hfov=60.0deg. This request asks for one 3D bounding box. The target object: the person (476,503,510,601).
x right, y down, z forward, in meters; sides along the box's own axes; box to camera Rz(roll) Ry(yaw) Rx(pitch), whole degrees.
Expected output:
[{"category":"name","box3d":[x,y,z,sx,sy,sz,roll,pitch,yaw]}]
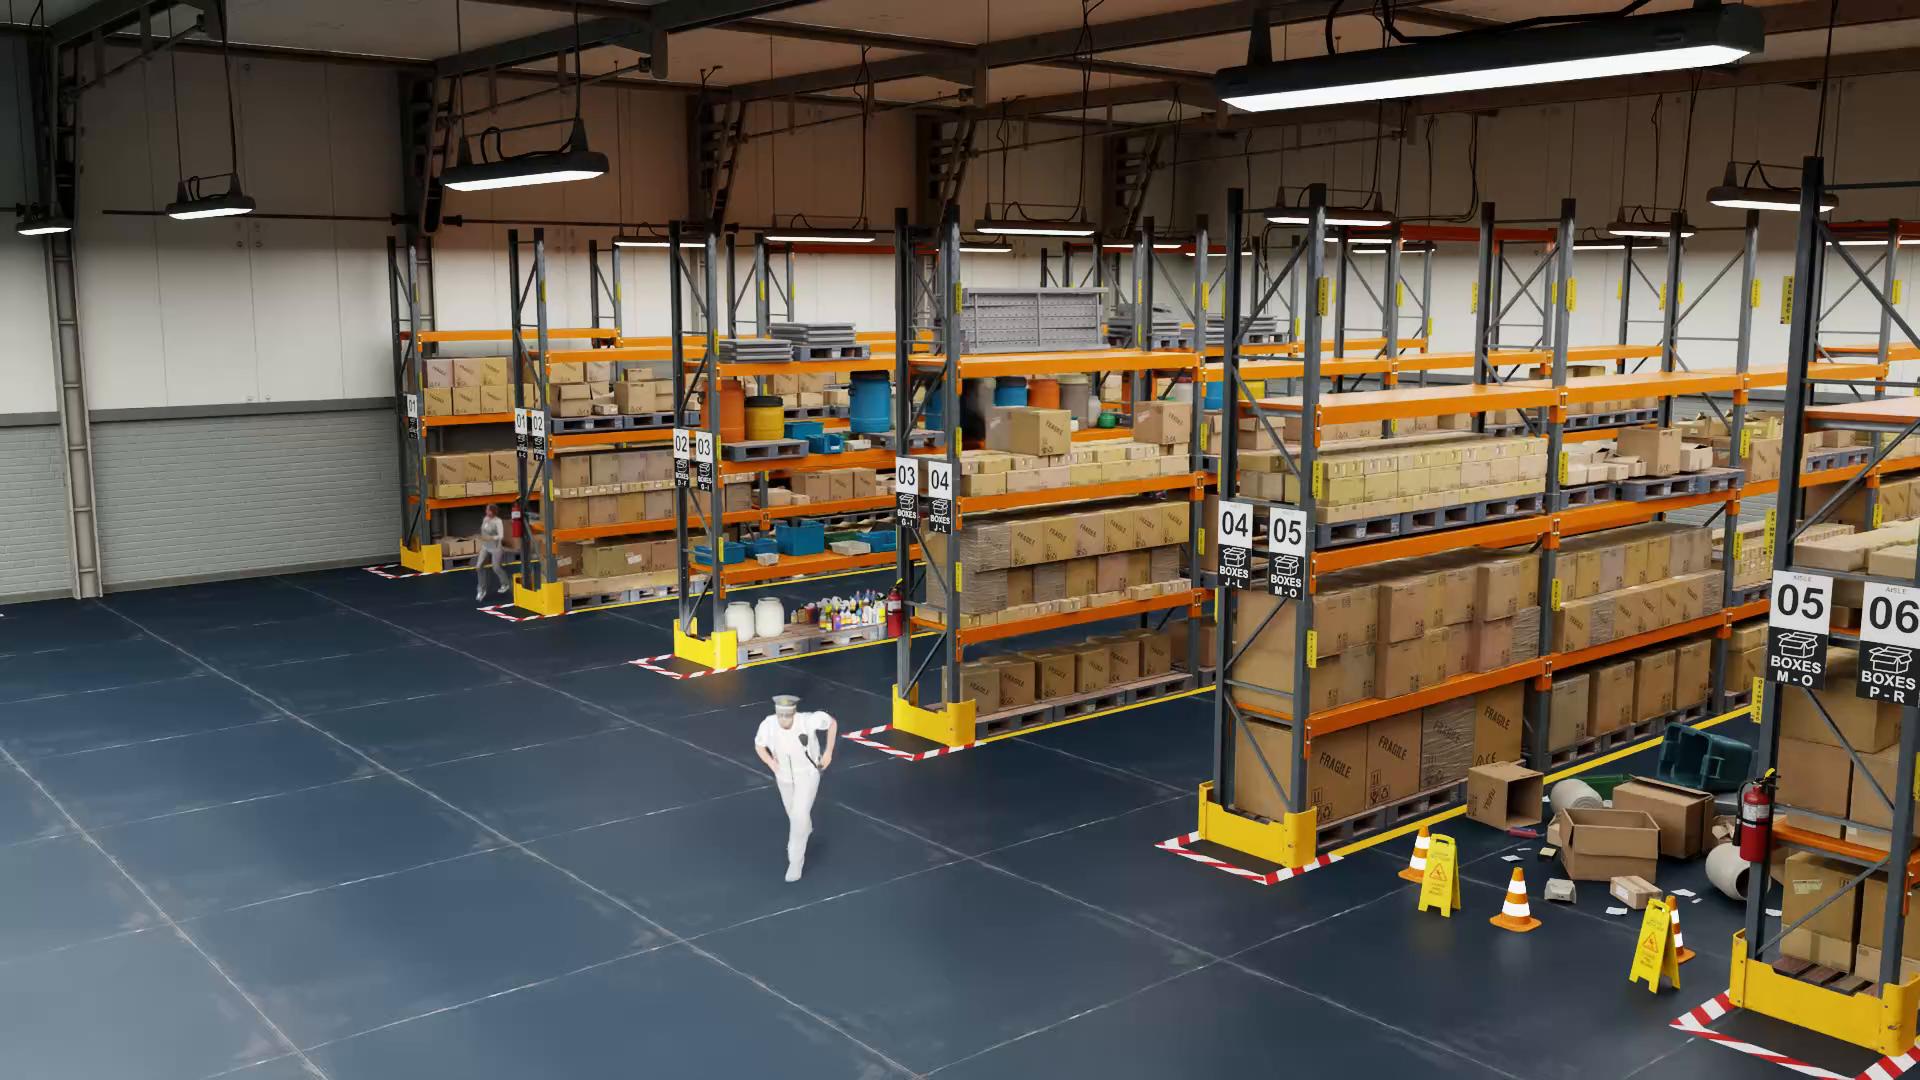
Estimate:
[{"category":"person","box3d":[-7.672,0.187,27.456,0.530,1.637,0.704,4,10,26]}]

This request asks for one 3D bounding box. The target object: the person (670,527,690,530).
[{"category":"person","box3d":[-5.043,-0.258,30.184,0.728,1.648,0.509,-8,12,-43]}]

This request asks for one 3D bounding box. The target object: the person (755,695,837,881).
[{"category":"person","box3d":[-1.431,2.129,14.796,0.707,1.719,1.013,1,9,7]}]
